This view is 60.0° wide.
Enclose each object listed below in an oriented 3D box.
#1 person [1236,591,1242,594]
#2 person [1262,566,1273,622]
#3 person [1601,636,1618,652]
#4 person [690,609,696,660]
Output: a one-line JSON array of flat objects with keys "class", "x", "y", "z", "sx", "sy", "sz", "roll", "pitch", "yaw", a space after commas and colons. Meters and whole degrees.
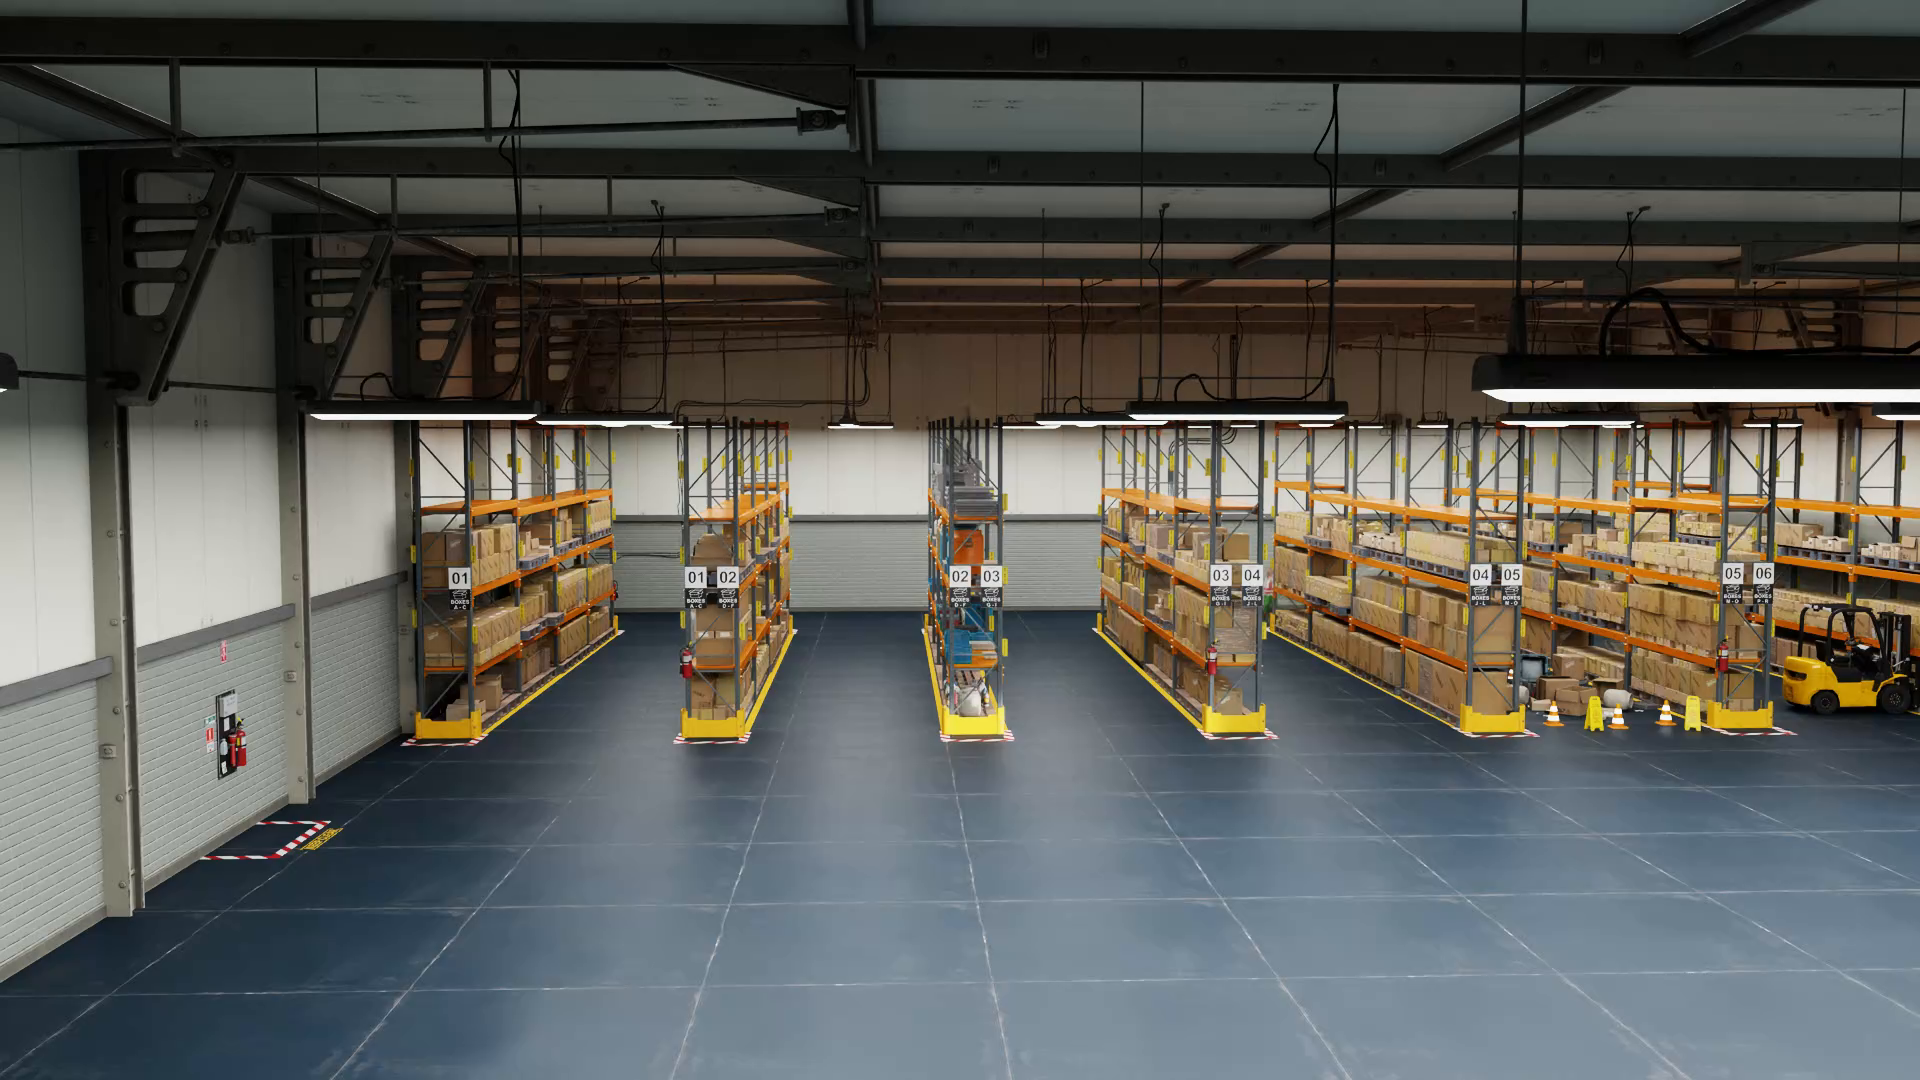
[{"class": "person", "x": 7.755, "y": 1.957, "z": 45.680, "sx": 0.608, "sy": 1.594, "sz": 0.538, "roll": 0, "pitch": 4, "yaw": 4}, {"class": "person", "x": 9.099, "y": 1.643, "z": 49.187, "sx": 0.971, "sy": 1.737, "sz": 0.680, "roll": -2, "pitch": 4, "yaw": -29}, {"class": "person", "x": 16.373, "y": 2.215, "z": 41.923, "sx": 0.546, "sy": 1.562, "sz": 0.496, "roll": -1, "pitch": 4, "yaw": -10}, {"class": "person", "x": -6.371, "y": 2.273, "z": 40.158, "sx": 0.553, "sy": 1.628, "sz": 0.564, "roll": -1, "pitch": 4, "yaw": -9}]
